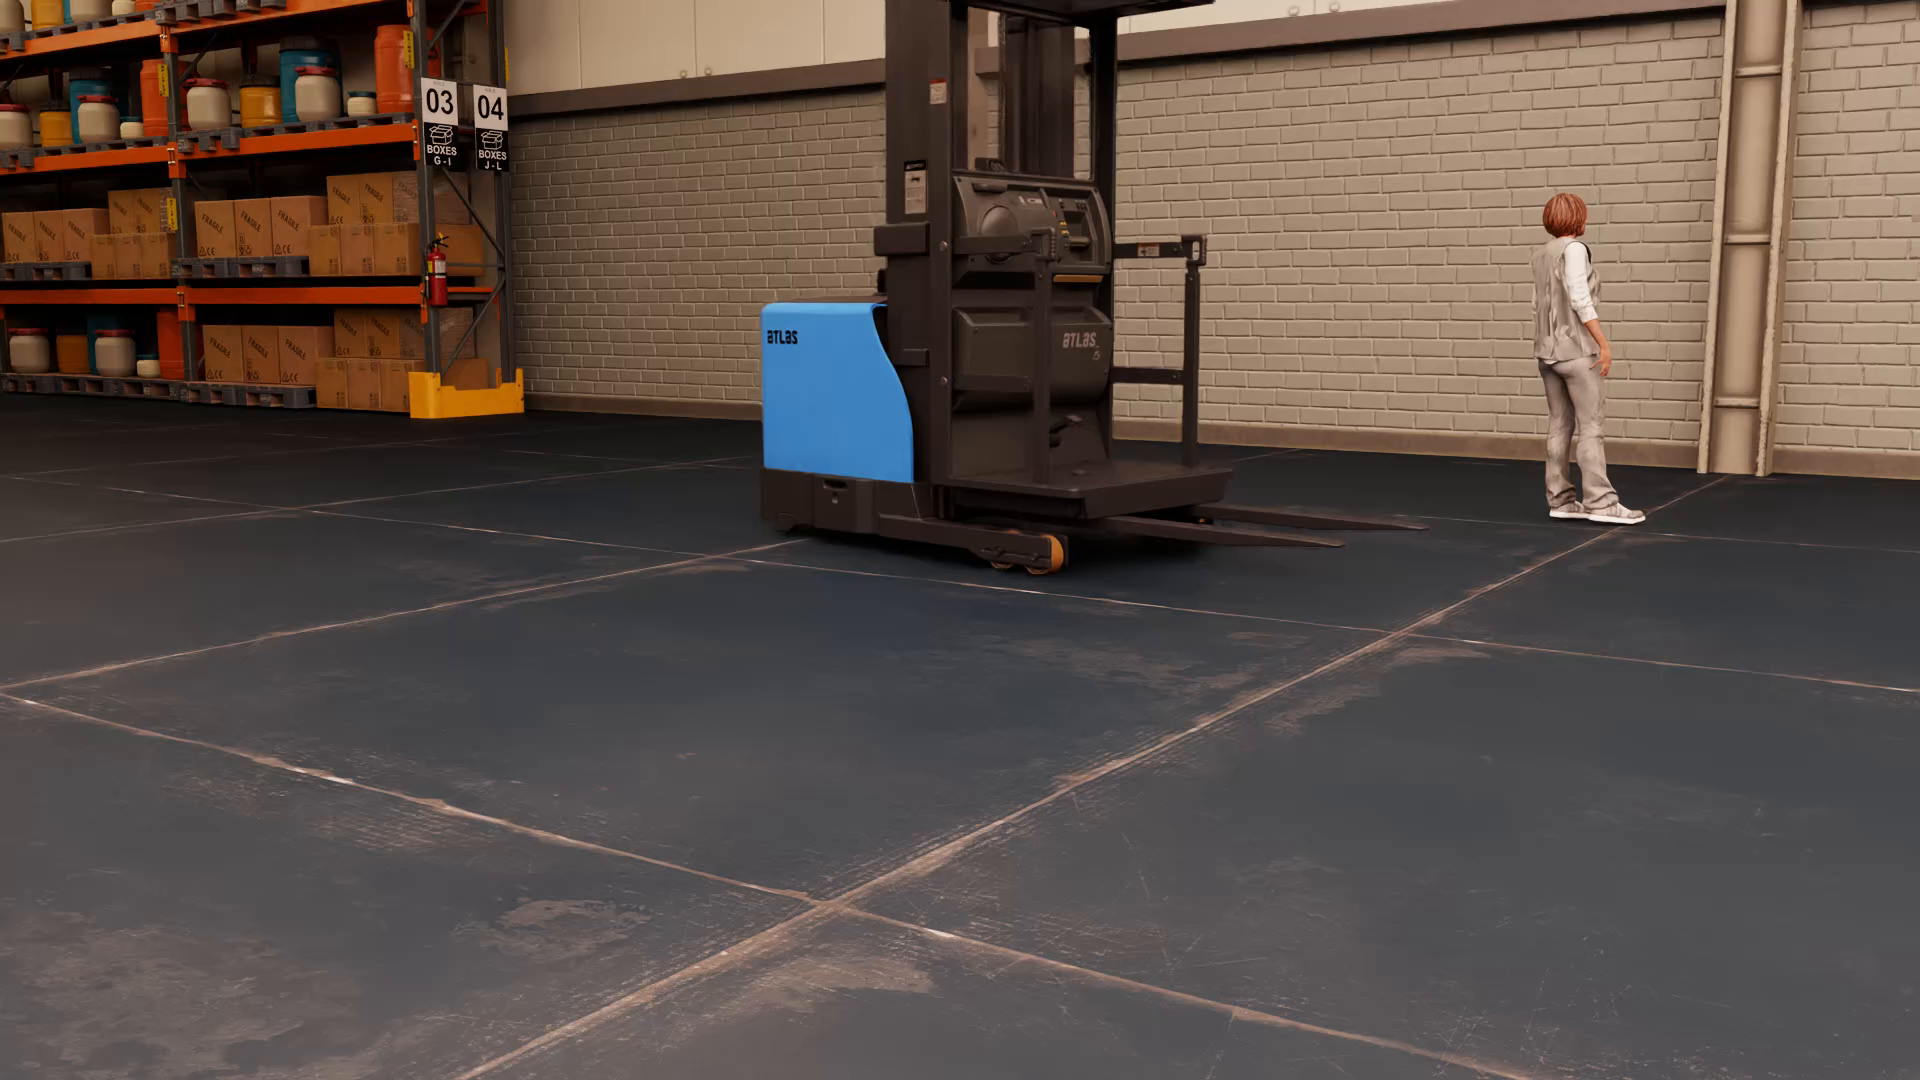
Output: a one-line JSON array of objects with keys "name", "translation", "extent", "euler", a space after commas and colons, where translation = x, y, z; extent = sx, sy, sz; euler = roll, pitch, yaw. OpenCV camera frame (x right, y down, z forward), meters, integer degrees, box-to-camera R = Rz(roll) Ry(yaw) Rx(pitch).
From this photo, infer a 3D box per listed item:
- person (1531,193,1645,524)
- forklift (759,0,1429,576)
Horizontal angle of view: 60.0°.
[{"name": "person", "translation": [3.065, -0.894, 8.169], "extent": [0.474, 1.597, 0.520], "euler": [-2, 8, -11]}, {"name": "forklift", "translation": [0.473, -1.391, 6.977], "extent": [3.031, 2.935, 1.130], "euler": [8, 11, 43]}]
